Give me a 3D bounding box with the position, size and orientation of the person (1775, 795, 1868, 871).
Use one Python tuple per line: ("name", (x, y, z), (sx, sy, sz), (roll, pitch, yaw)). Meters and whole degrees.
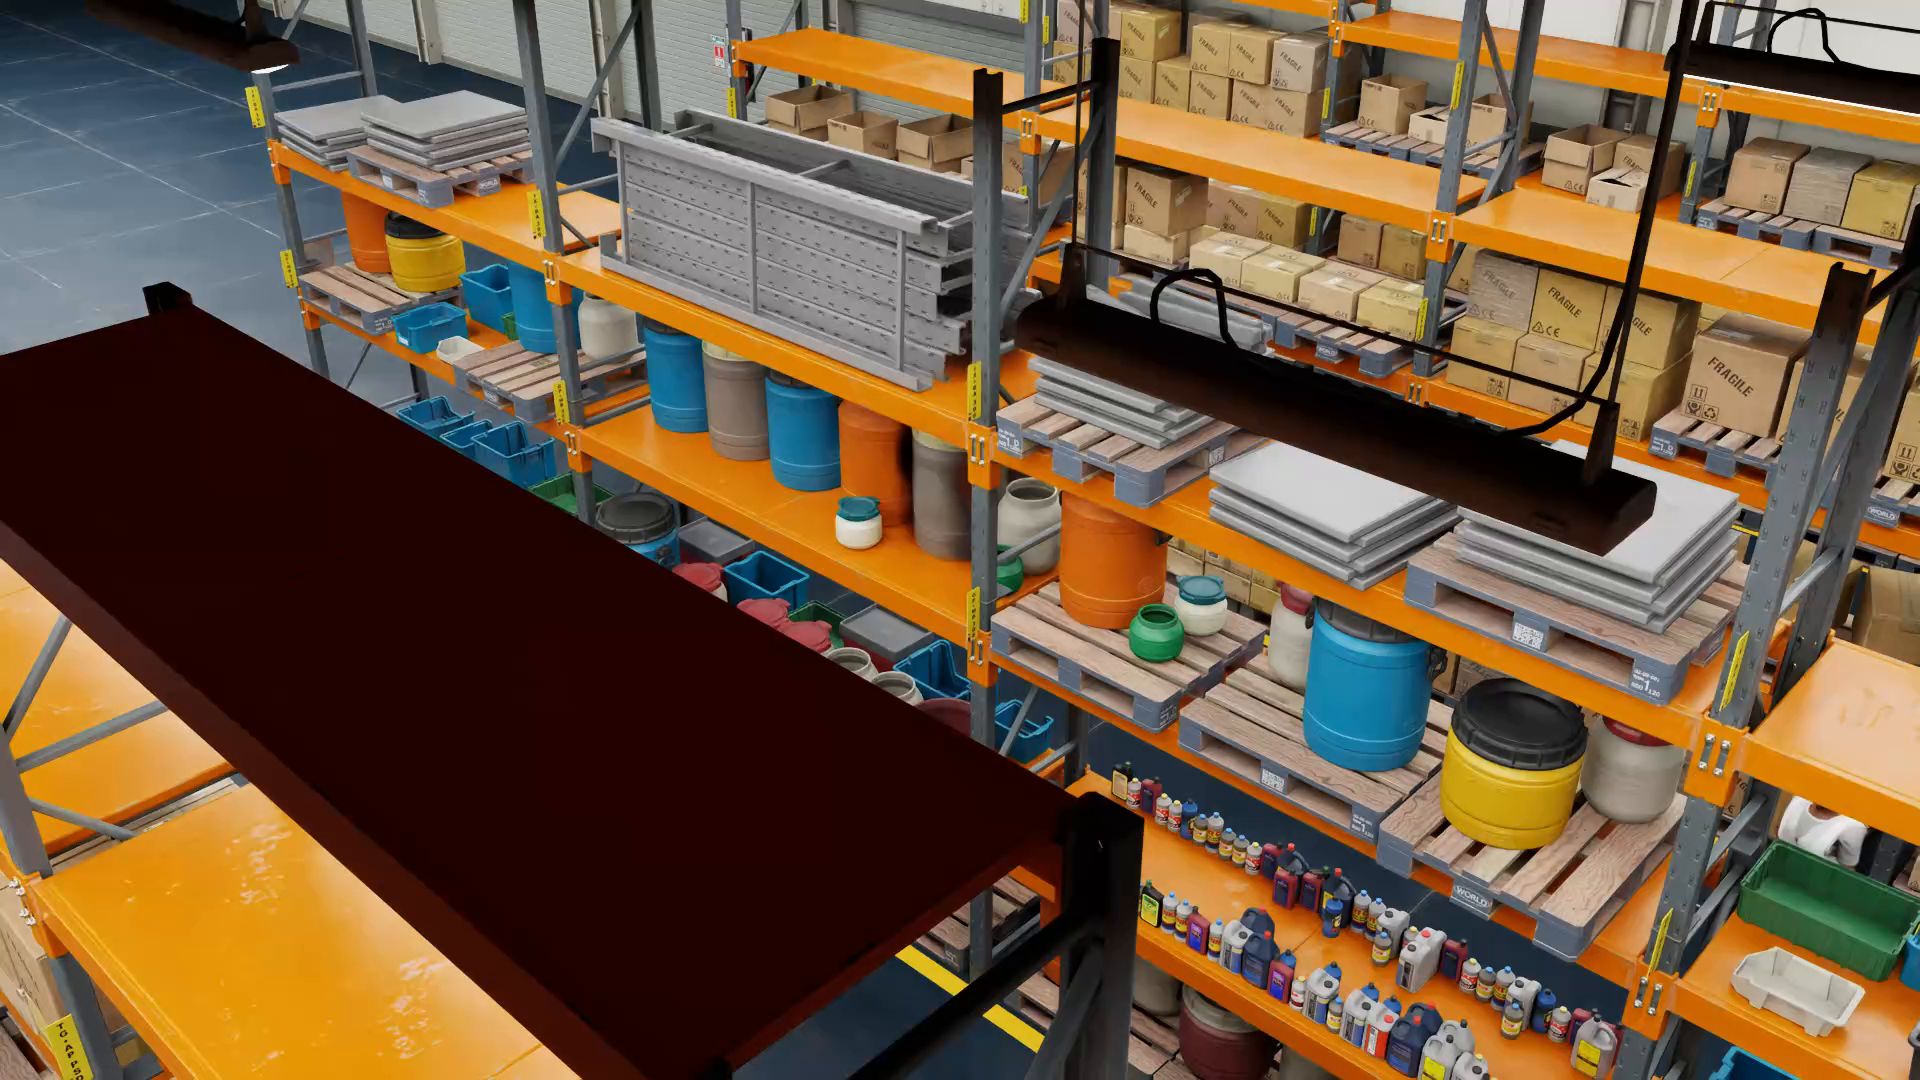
("person", (5.279, 2.186, 10.541), (0.556, 1.789, 0.595), (-17, 33, -27))
